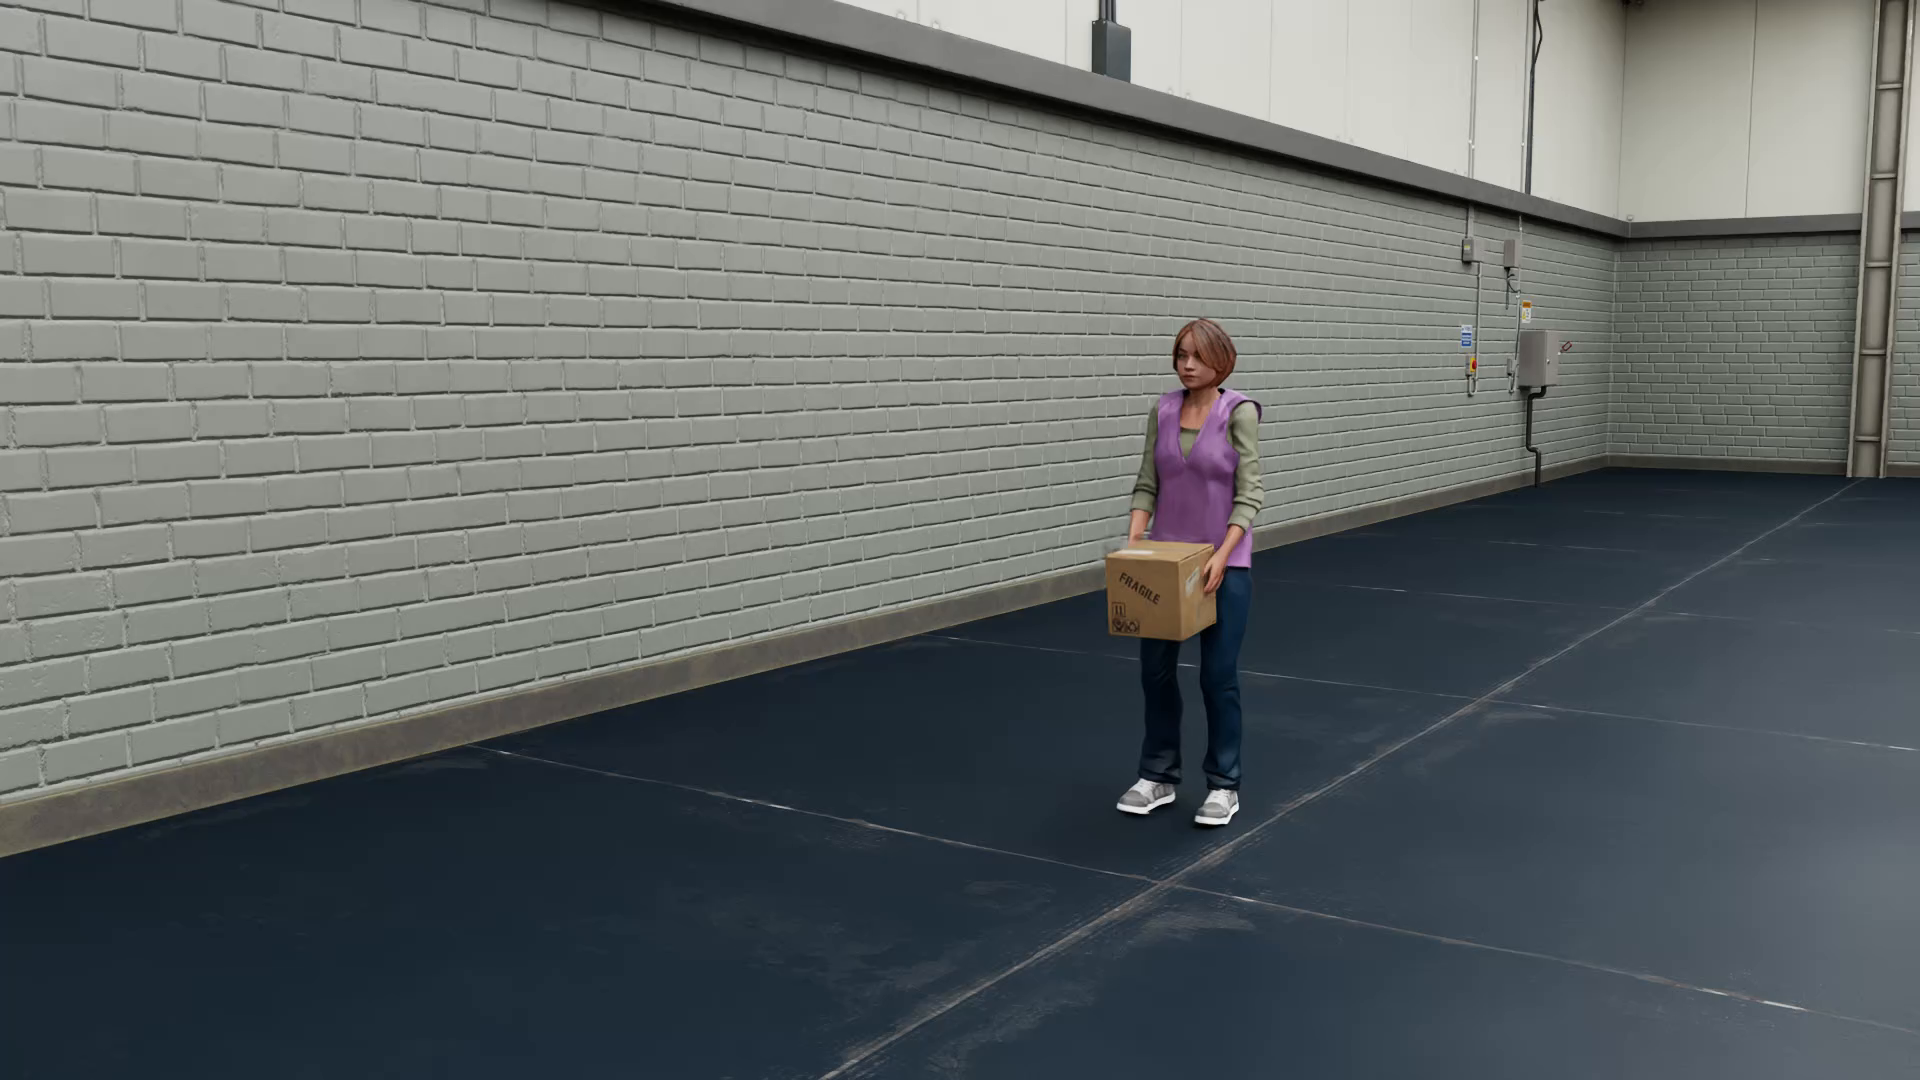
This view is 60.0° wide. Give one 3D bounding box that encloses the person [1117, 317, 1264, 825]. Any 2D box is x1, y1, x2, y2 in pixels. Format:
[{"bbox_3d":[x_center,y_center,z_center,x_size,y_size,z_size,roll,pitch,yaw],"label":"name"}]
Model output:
[{"bbox_3d":[0.740,0.097,5.306,0.444,1.603,0.397,4,8,33],"label":"person"}]
